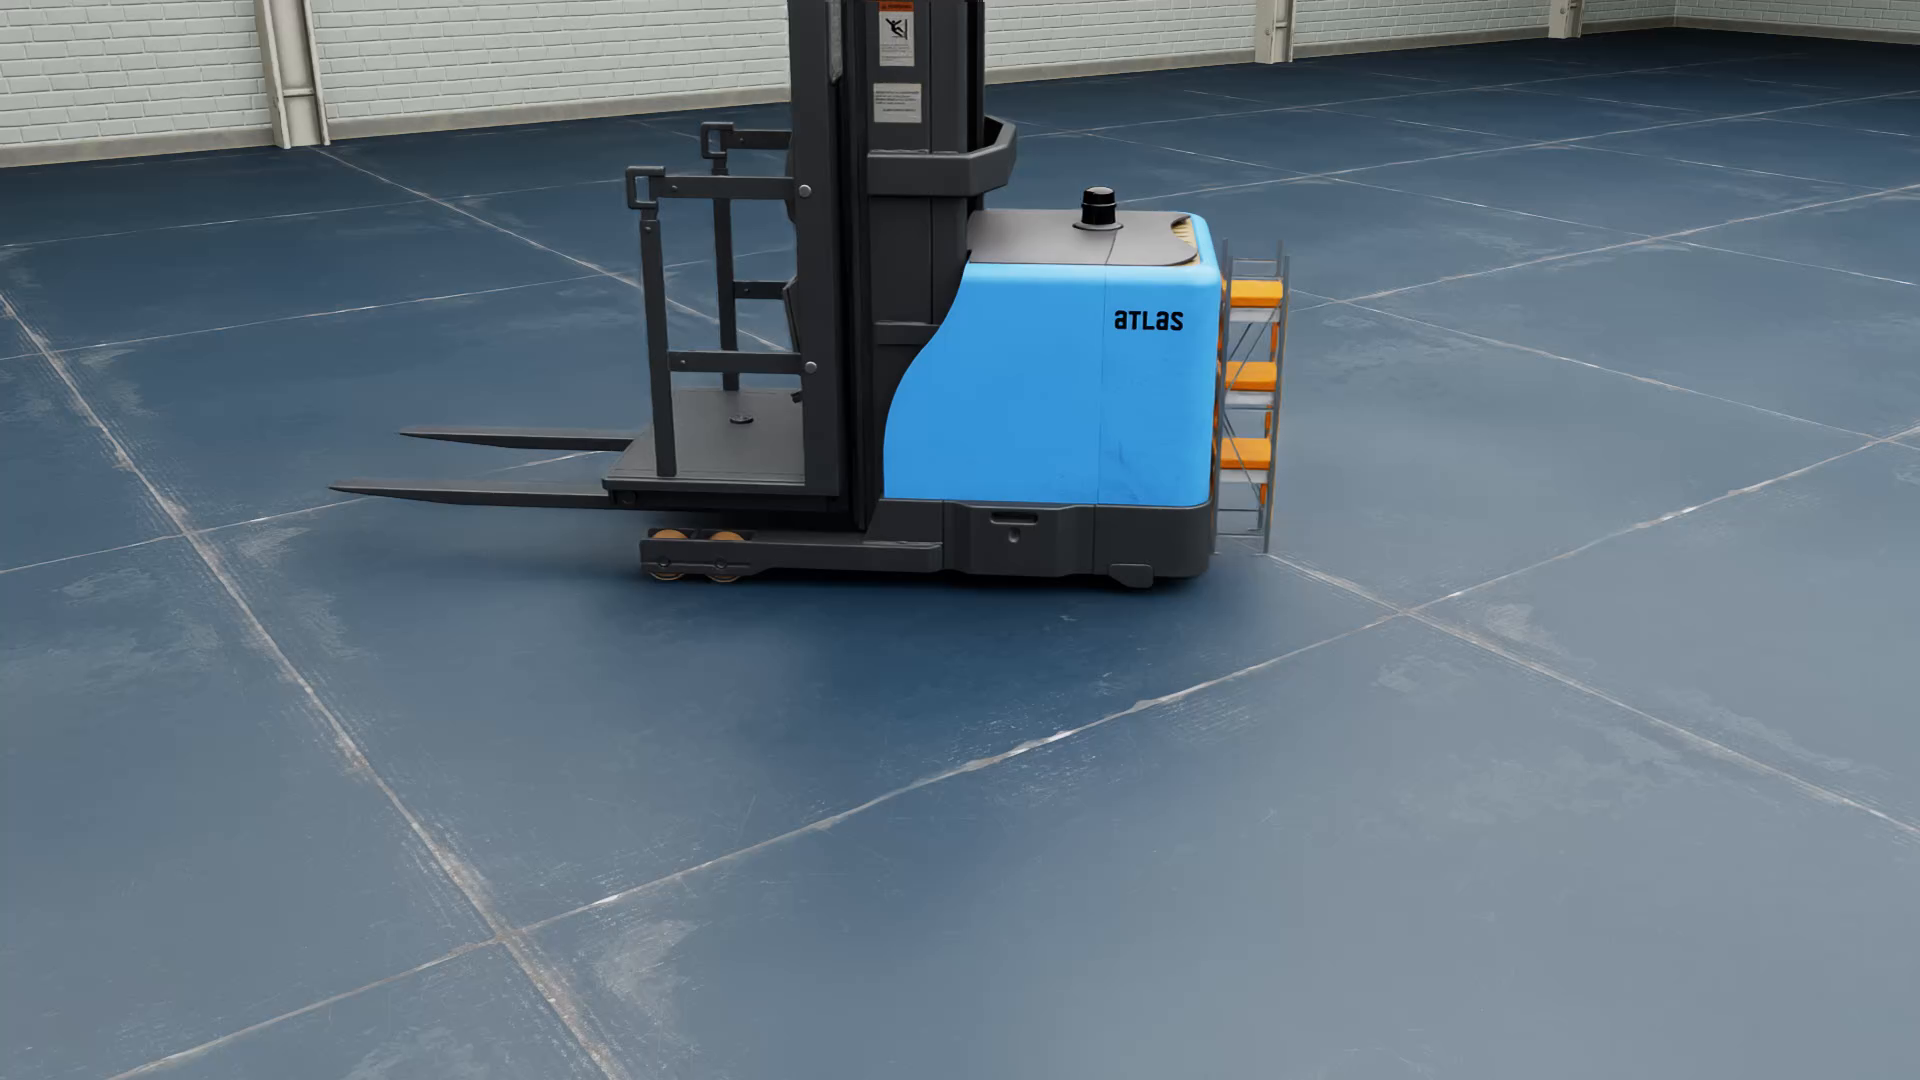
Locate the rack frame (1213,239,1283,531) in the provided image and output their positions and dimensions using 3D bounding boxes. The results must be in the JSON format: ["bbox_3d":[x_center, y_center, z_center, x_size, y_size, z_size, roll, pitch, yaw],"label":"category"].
[{"bbox_3d":[0.988,-0.526,5.797,0.200,1.050,0.008,2,22,4],"label":"rack frame"}]

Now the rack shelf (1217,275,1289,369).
[{"bbox_3d":[0.978,-0.734,5.583,0.215,0.259,0.240,2,22,4],"label":"rack shelf"}]

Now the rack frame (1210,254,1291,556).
[{"bbox_3d":[0.968,-0.436,5.571,0.200,1.050,0.008,2,22,4],"label":"rack frame"}]

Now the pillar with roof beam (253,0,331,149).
[{"bbox_3d":[-3.257,-6.357,9.686,0.400,9.000,9.100,-15,26,-33],"label":"pillar with roof beam"}]

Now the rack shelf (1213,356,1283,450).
[{"bbox_3d":[0.978,-0.471,5.688,0.215,0.259,0.240,2,22,4],"label":"rack shelf"}]

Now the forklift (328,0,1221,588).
[{"bbox_3d":[-0.653,-1.412,5.479,3.031,2.935,1.130,2,22,5],"label":"forklift"}]

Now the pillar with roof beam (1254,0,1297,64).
[{"bbox_3d":[6.483,-8.954,16.195,0.400,9.000,9.100,-15,26,-33],"label":"pillar with roof beam"}]

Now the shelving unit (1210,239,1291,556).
[{"bbox_3d":[0.978,-0.481,5.684,0.215,1.050,0.252,2,22,4],"label":"shelving unit"}]

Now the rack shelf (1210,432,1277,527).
[{"bbox_3d":[0.978,-0.213,5.791,0.215,0.259,0.240,2,22,4],"label":"rack shelf"}]

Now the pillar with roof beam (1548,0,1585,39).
[{"bbox_3d":[11.354,-10.253,19.449,0.400,9.000,9.100,-15,26,-33],"label":"pillar with roof beam"}]
